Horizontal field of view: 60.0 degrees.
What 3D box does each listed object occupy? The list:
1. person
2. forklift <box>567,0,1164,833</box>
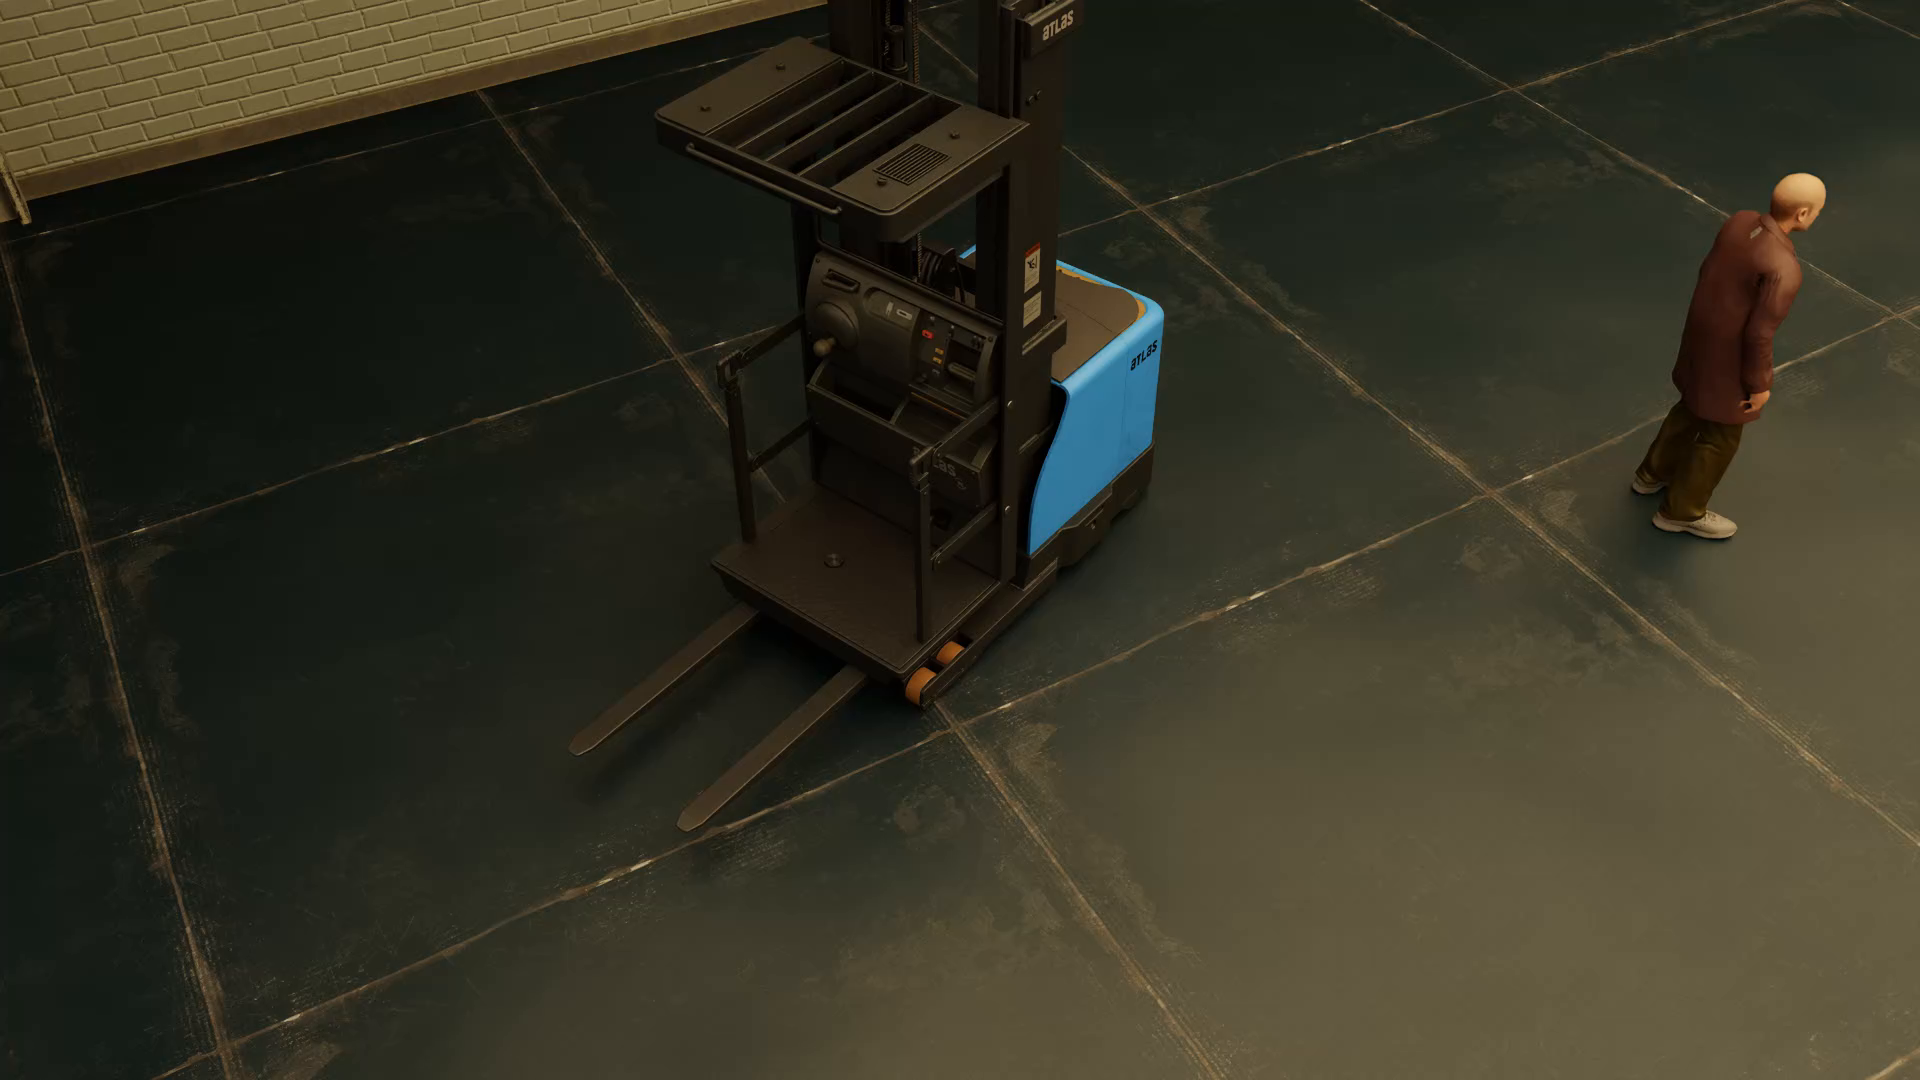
[{"bbox_3d":[3.444,-0.836,7.450,0.420,1.774,0.643,-2,43,-2],"label":"person"},{"bbox_3d":[-0.375,-0.749,6.505,1.130,2.935,3.031,28,50,27],"label":"forklift"}]
